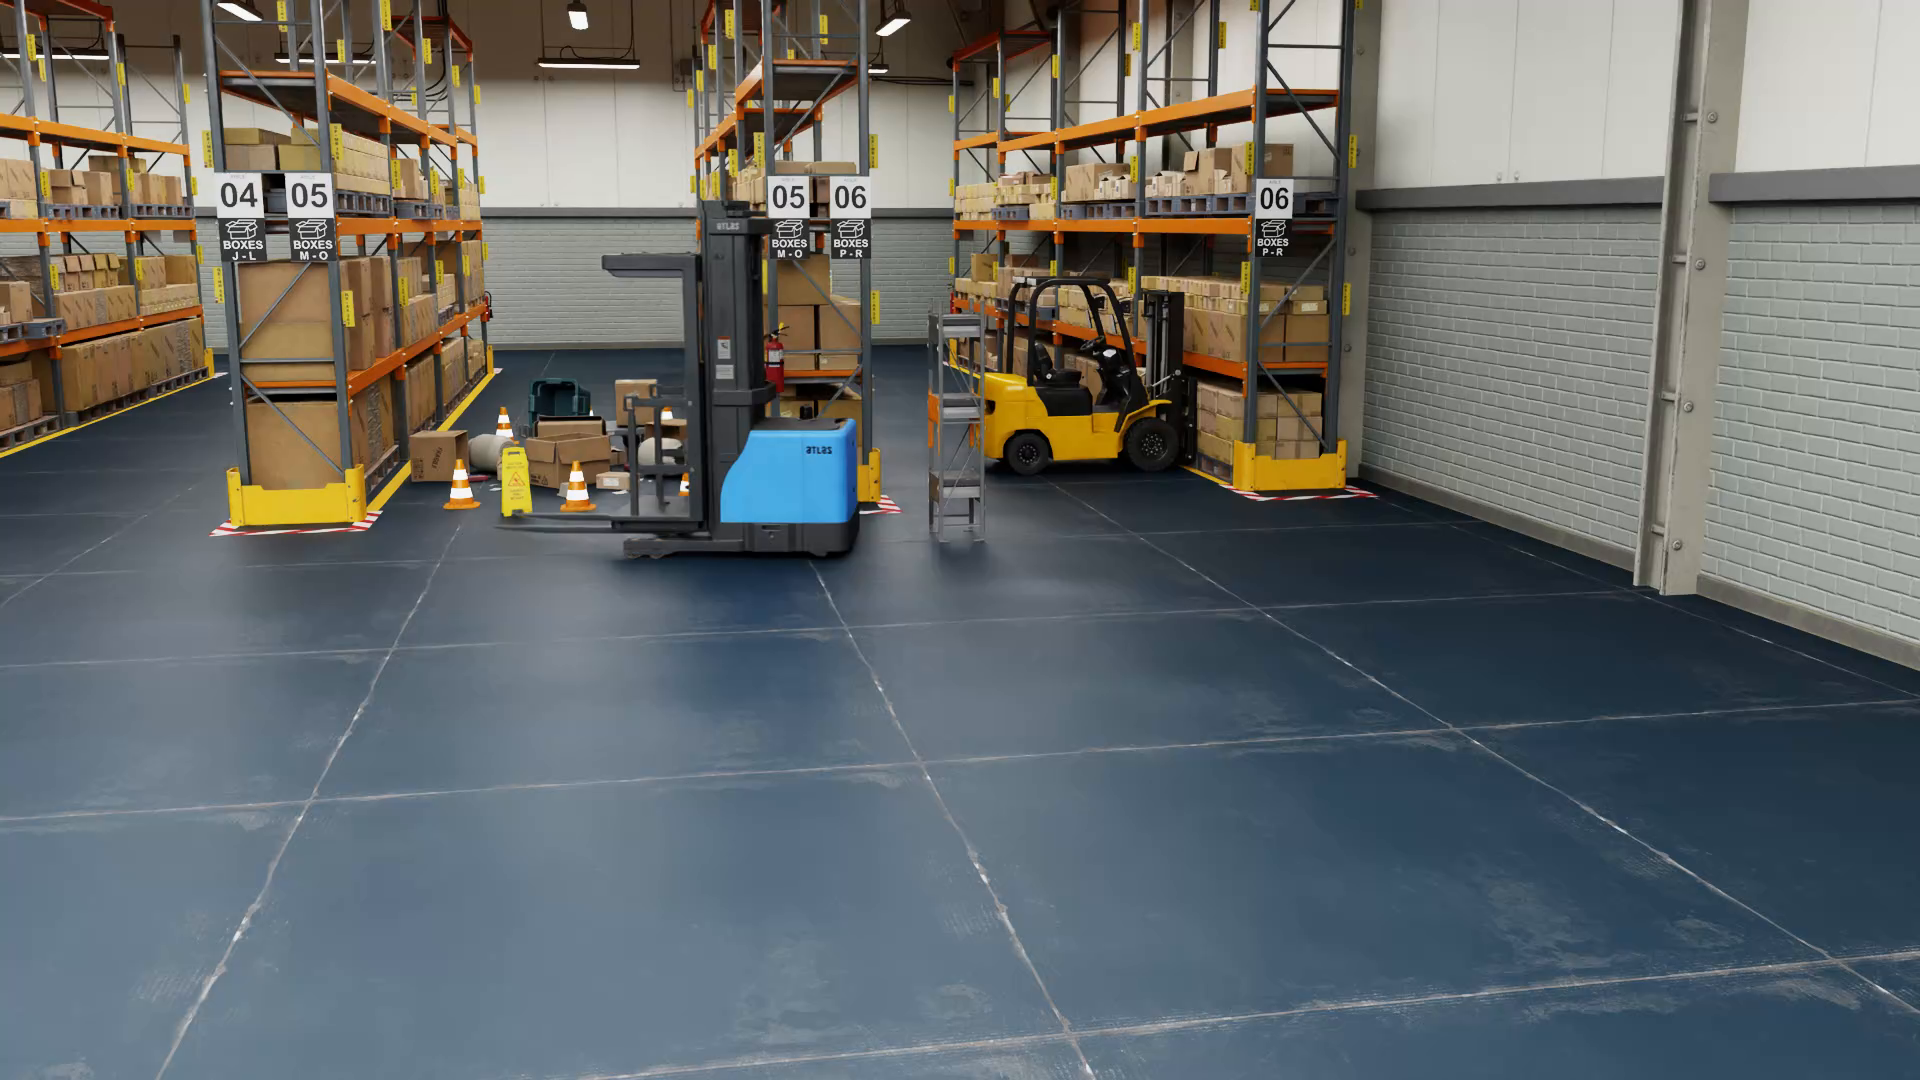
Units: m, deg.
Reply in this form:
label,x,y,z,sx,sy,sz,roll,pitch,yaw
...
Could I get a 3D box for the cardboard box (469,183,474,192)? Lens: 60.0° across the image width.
label,x,y,z,sx,sy,sz,roll,pitch,yaw
cardboard box,-8.815,-6.245,29.459,0.380,0.149,0.250,-2,11,-10

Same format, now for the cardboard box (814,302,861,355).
label,x,y,z,sx,sy,sz,roll,pitch,yaw
cardboard box,-1.201,-2.150,16.909,0.500,0.500,0.500,-2,11,-12

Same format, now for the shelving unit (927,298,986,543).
label,x,y,z,sx,sy,sz,roll,pitch,yaw
shelving unit,-0.032,-1.062,14.660,0.431,2.100,0.503,-2,11,-11

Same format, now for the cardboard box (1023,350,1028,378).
label,x,y,z,sx,sy,sz,roll,pitch,yaw
cardboard box,1.328,-2.837,27.143,0.500,0.500,0.500,-3,11,-13

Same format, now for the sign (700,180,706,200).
label,x,y,z,sx,sy,sz,roll,pitch,yaw
sign,-4.259,-5.805,27.556,0.100,0.325,0.005,-2,11,-11

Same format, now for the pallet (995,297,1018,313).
label,x,y,z,sx,sy,sz,roll,pitch,yaw
pallet,1.202,-3.995,28.179,1.003,0.211,1.213,-2,11,-11

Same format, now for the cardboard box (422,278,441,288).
label,x,y,z,sx,sy,sz,roll,pitch,yaw
cardboard box,-7.876,-3.786,24.524,0.380,0.149,0.250,-2,11,-8

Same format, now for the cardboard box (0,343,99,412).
label,x,y,z,sx,sy,sz,roll,pitch,yaw
cardboard box,-12.771,-2.255,23.080,1.225,0.875,0.875,-3,11,-14

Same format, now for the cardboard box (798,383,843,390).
label,x,y,z,sx,sy,sz,roll,pitch,yaw
cardboard box,-1.579,-1.530,18.938,0.500,0.500,0.500,-2,11,-8

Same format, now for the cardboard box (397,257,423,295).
label,x,y,z,sx,sy,sz,roll,pitch,yaw
cardboard box,-7.695,-3.584,22.565,0.700,0.500,0.500,-2,11,-11

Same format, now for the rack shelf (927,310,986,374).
label,x,y,z,sx,sy,sz,roll,pitch,yaw
rack shelf,-0.032,-1.736,14.531,0.431,0.518,0.480,-2,11,-11

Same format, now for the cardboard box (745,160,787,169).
label,x,y,z,sx,sy,sz,roll,pitch,yaw
cardboard box,-2.396,-4.545,20.472,0.500,0.250,0.500,-2,11,-10

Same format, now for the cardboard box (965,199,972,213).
label,x,y,z,sx,sy,sz,roll,pitch,yaw
cardboard box,0.400,-6.242,31.051,0.500,0.250,0.500,-2,11,-13

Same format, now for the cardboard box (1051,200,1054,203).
label,x,y,z,sx,sy,sz,roll,pitch,yaw
cardboard box,1.595,-5.207,25.342,0.380,0.149,0.250,-2,11,-12

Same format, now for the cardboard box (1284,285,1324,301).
label,x,y,z,sx,sy,sz,roll,pitch,yaw
cardboard box,3.632,-2.623,17.655,0.380,0.149,0.250,-2,11,-12

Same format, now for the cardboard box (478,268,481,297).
label,x,y,z,sx,sy,sz,roll,pitch,yaw
cardboard box,-8.893,-4.622,29.892,0.500,0.500,0.500,-2,11,-12

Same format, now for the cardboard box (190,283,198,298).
label,x,y,z,sx,sy,sz,roll,pitch,yaw
cardboard box,-13.859,-4.425,29.530,0.500,0.250,0.500,-2,11,-12

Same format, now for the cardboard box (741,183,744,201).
label,x,y,z,sx,sy,sz,roll,pitch,yaw
cardboard box,-2.232,-3.953,19.025,0.500,0.250,0.500,-2,11,-11

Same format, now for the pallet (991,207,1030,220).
label,x,y,z,sx,sy,sz,roll,pitch,yaw
pallet,1.212,-5.499,28.047,1.213,0.211,1.003,-2,11,-11

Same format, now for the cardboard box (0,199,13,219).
label,x,y,z,sx,sy,sz,roll,pitch,yaw
cardboard box,-12.119,-4.104,20.614,0.500,0.250,0.500,-2,11,-9

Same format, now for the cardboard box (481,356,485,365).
label,x,y,z,sx,sy,sz,roll,pitch,yaw
cardboard box,-8.872,-3.267,30.342,0.380,0.149,0.250,-2,11,-9

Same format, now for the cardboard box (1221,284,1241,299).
label,x,y,z,sx,sy,sz,roll,pitch,yaw
cardboard box,3.055,-2.702,18.074,0.380,0.149,0.250,-2,11,-10

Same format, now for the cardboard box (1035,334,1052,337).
label,x,y,z,sx,sy,sz,roll,pitch,yaw
cardboard box,1.508,-3.480,28.786,0.380,0.149,0.250,-3,11,-13

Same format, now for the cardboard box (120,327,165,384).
label,x,y,z,sx,sy,sz,roll,pitch,yaw
cardboard box,-13.485,-2.985,26.917,0.875,0.875,0.875,-2,11,-11

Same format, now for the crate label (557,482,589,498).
label,x,y,z,sx,sy,sz,roll,pitch,yaw
crate label,-3.966,-0.523,17.078,0.250,0.136,0.298,-9,14,-40

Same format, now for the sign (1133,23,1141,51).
label,x,y,z,sx,sy,sz,roll,pitch,yaw
sign,2.180,-6.196,20.472,0.100,0.325,0.005,-2,11,-11

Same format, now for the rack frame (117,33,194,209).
label,x,y,z,sx,sy,sz,roll,pitch,yaw
rack frame,-14.213,-7.379,29.400,1.000,3.000,0.127,-2,11,-11

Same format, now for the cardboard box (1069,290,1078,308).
label,x,y,z,sx,sy,sz,roll,pitch,yaw
cardboard box,1.875,-3.496,24.107,0.500,0.250,0.500,-2,11,-9

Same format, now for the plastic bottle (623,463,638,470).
label,x,y,z,sx,sy,sz,roll,pitch,yaw
plastic bottle,-3.747,-0.843,18.964,0.133,0.061,0.283,0,11,-1

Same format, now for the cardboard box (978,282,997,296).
label,x,y,z,sx,sy,sz,roll,pitch,yaw
cardboard box,0.619,-4.580,30.345,0.500,0.250,0.500,-2,11,-11

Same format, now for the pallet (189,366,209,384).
label,x,y,z,sx,sy,sz,roll,pitch,yaw
pallet,-13.981,-2.918,29.466,1.003,0.211,1.213,-2,11,-11

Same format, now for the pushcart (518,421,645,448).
label,x,y,z,sx,sy,sz,roll,pitch,yaw
pushcart,-4.385,-1.211,20.052,1.648,0.377,0.936,-6,13,-31

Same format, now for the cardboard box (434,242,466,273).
label,x,y,z,sx,sy,sz,roll,pitch,yaw
cardboard box,-8.399,-4.638,27.307,0.500,0.500,0.500,-2,11,-10

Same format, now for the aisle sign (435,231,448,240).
label,x,y,z,sx,sy,sz,roll,pitch,yaw
aisle sign,-9.637,-5.874,30.581,0.394,0.787,0.004,-2,11,-11

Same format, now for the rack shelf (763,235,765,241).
label,x,y,z,sx,sy,sz,roll,pitch,yaw
rack shelf,-3.325,-4.812,25.859,1.077,0.370,4.000,-2,11,-11

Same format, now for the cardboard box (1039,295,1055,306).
label,x,y,z,sx,sy,sz,roll,pitch,yaw
cardboard box,1.428,-3.696,25.641,0.380,0.149,0.250,-2,11,-10

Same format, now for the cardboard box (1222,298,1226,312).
label,x,y,z,sx,sy,sz,roll,pitch,yaw
cardboard box,3.076,-2.556,18.101,0.380,0.149,0.250,-2,11,-10

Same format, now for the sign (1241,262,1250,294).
label,x,y,z,sx,sy,sz,roll,pitch,yaw
sign,2.953,-2.707,17.168,0.100,0.325,0.005,-2,11,-11

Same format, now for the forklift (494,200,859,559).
label,x,y,z,sx,sy,sz,roll,pitch,yaw
forklift,-2.423,-1.380,14.110,3.031,2.935,1.130,0,11,2

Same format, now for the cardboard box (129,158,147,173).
label,x,y,z,sx,sy,sz,roll,pitch,yaw
cardboard box,-13.830,-6.208,27.604,0.500,0.250,0.500,-2,11,-13

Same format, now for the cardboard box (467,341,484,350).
label,x,y,z,sx,sy,sz,roll,pitch,yaw
cardboard box,-8.809,-3.513,30.042,0.380,0.149,0.250,-2,11,-12

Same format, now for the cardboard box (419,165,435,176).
label,x,y,z,sx,sy,sz,roll,pitch,yaw
cardboard box,-7.681,-5.204,23.680,0.396,0.266,0.258,-2,11,-11

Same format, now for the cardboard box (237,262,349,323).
label,x,y,z,sx,sy,sz,roll,pitch,yaw
cardboard box,-6.251,-2.333,15.643,0.875,0.550,0.550,-2,11,-11

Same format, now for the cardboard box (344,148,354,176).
label,x,y,z,sx,sy,sz,roll,pitch,yaw
cardboard box,-6.158,-3.652,16.053,0.500,0.250,0.500,-2,11,-12

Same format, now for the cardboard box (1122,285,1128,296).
label,x,y,z,sx,sy,sz,roll,pitch,yaw
cardboard box,2.362,-3.289,21.950,0.380,0.149,0.250,-2,11,-11

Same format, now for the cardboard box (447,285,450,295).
label,x,y,z,sx,sy,sz,roll,pitch,yaw
cardboard box,-8.124,-3.880,25.811,0.380,0.149,0.250,-2,11,-13

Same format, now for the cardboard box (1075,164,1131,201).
label,x,y,z,sx,sy,sz,roll,pitch,yaw
cardboard box,2.030,-5.054,23.547,0.700,0.500,0.500,-2,11,-12

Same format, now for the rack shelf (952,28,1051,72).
label,x,y,z,sx,sy,sz,roll,pitch,yaw
rack shelf,0.765,-8.833,30.074,1.077,0.370,4.000,-2,11,-11

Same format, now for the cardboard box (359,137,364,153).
label,x,y,z,sx,sy,sz,roll,pitch,yaw
cardboard box,-6.265,-4.010,16.867,0.380,0.149,0.250,-2,11,-10

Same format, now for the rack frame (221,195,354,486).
label,x,y,z,sx,sy,sz,roll,pitch,yaw
rack frame,-6.216,-1.660,15.393,1.000,3.000,0.127,-2,11,-11

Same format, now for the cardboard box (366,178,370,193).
label,x,y,z,sx,sy,sz,roll,pitch,yaw
cardboard box,-6.312,-3.664,17.182,0.380,0.149,0.250,-2,11,-11

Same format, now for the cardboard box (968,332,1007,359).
label,x,y,z,sx,sy,sz,roll,pitch,yaw
cardboard box,0.530,-3.678,31.562,0.700,0.500,0.500,-2,11,-9

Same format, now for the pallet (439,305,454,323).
label,x,y,z,sx,sy,sz,roll,pitch,yaw
pallet,-8.198,-3.394,25.020,1.003,0.211,1.213,-2,11,-11

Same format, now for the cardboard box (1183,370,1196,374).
label,x,y,z,sx,sy,sz,roll,pitch,yaw
cardboard box,2.585,-1.925,20.346,0.500,0.250,0.500,-2,11,-11

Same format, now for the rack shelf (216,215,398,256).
label,x,y,z,sx,sy,sz,roll,pitch,yaw
rack shelf,-6.605,-3.146,17.107,1.077,0.370,4.000,-2,11,-11

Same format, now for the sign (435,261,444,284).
label,x,y,z,sx,sy,sz,roll,pitch,yaw
sign,-7.229,-3.716,23.103,0.100,0.325,0.005,-2,11,-11

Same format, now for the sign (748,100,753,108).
label,x,y,z,sx,sy,sz,roll,pitch,yaw
sign,-3.957,-8.255,31.288,0.100,0.325,0.005,-2,11,-11
